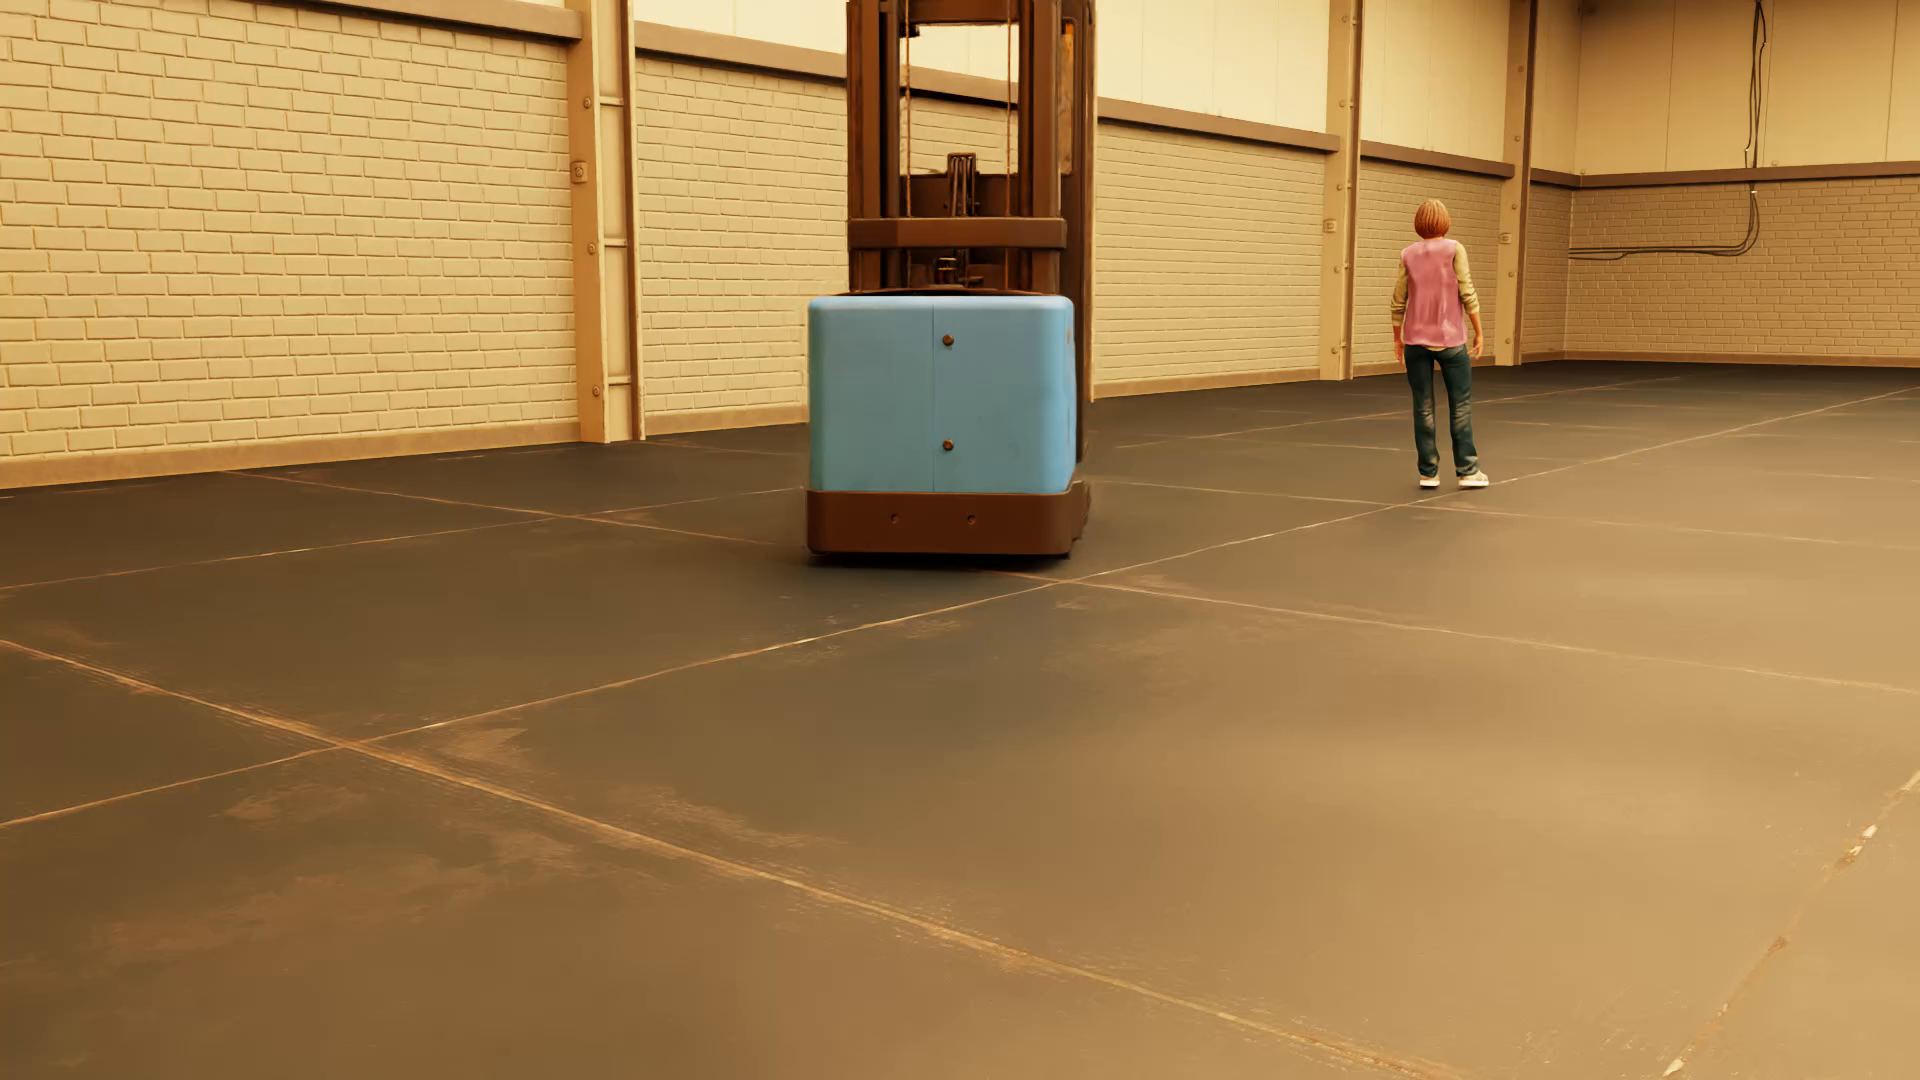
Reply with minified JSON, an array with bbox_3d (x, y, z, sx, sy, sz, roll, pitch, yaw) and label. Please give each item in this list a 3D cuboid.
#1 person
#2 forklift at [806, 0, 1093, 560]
[{"bbox_3d":[2.691,-1.093,9.314,0.519,1.597,0.474,5,10,31],"label":"person"},{"bbox_3d":[0.059,-1.544,7.831,1.130,2.935,3.031,1,8,6],"label":"forklift"}]
